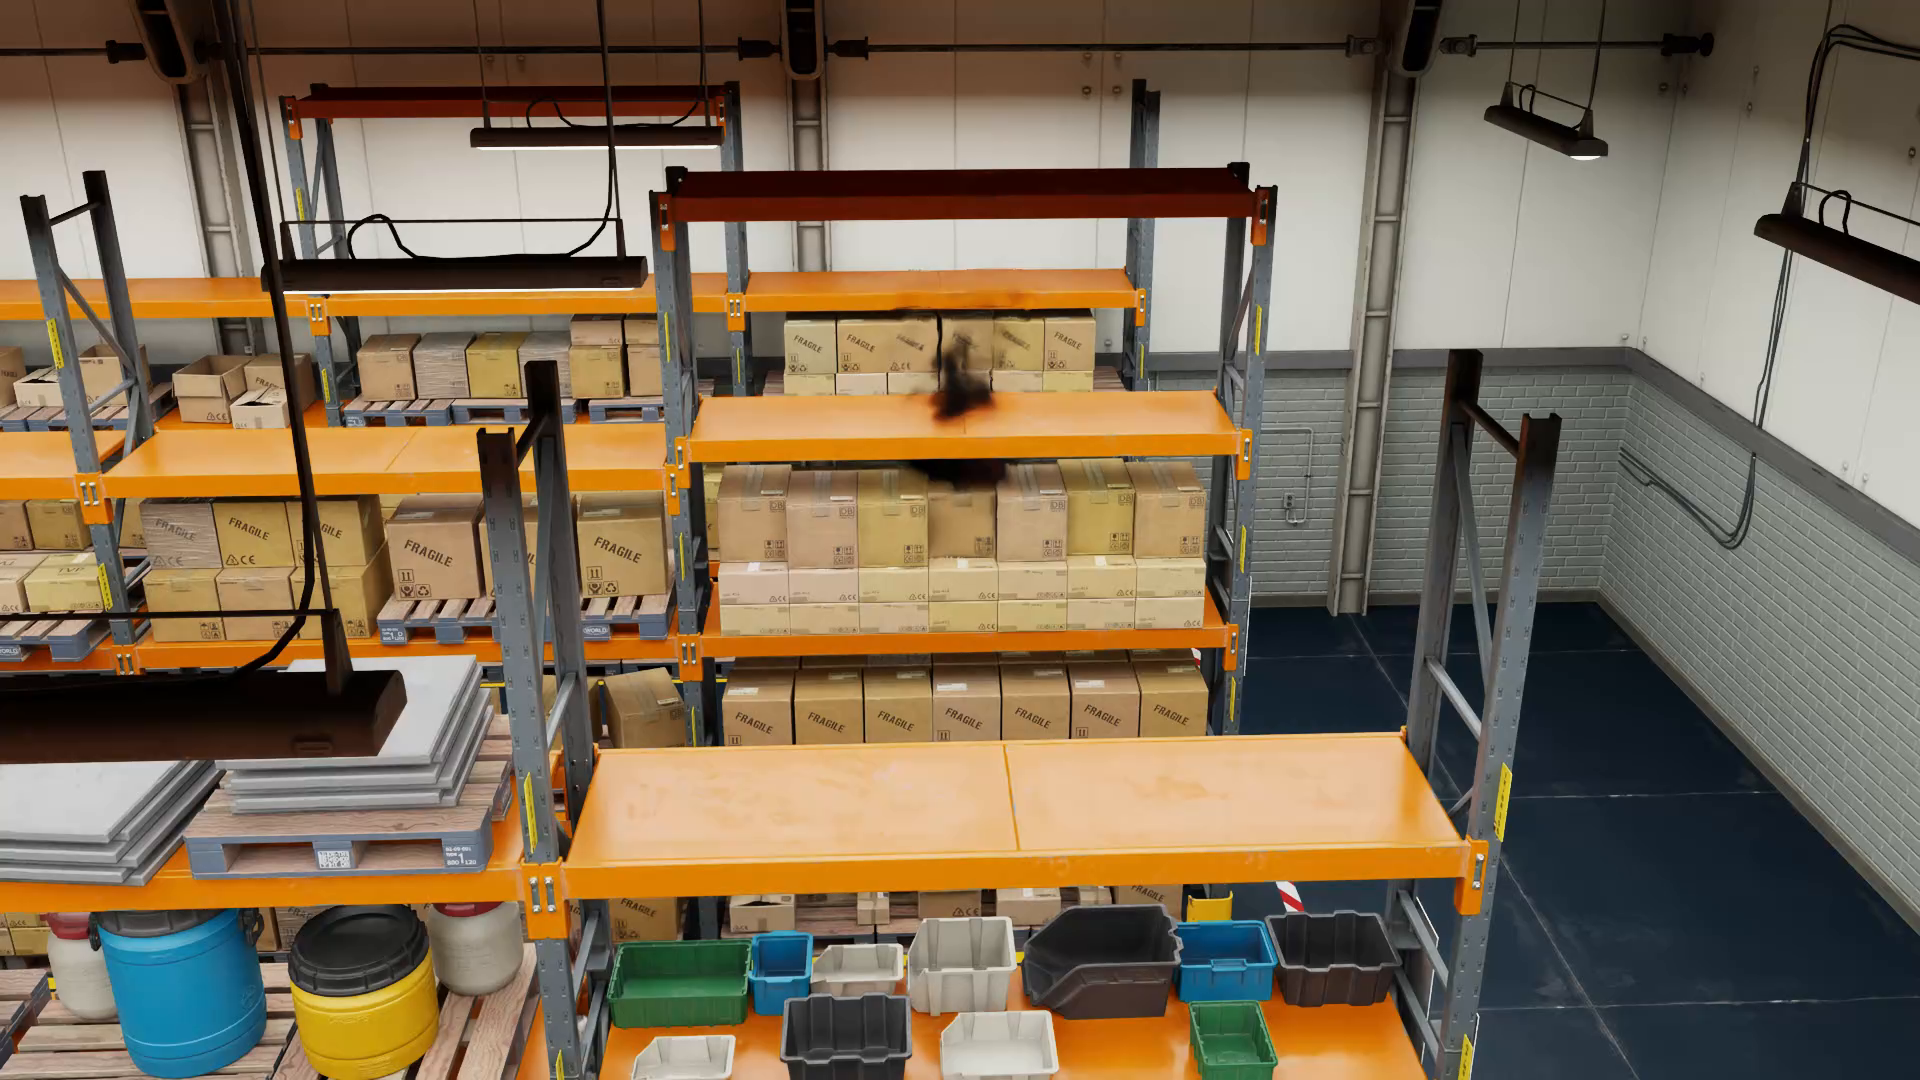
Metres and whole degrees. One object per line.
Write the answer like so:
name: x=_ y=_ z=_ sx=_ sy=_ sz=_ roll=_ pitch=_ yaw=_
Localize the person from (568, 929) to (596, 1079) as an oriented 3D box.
person: x=-2.430 y=3.260 z=11.128 sx=0.577 sy=1.526 sz=0.521 roll=-5 pitch=23 yaw=-12
